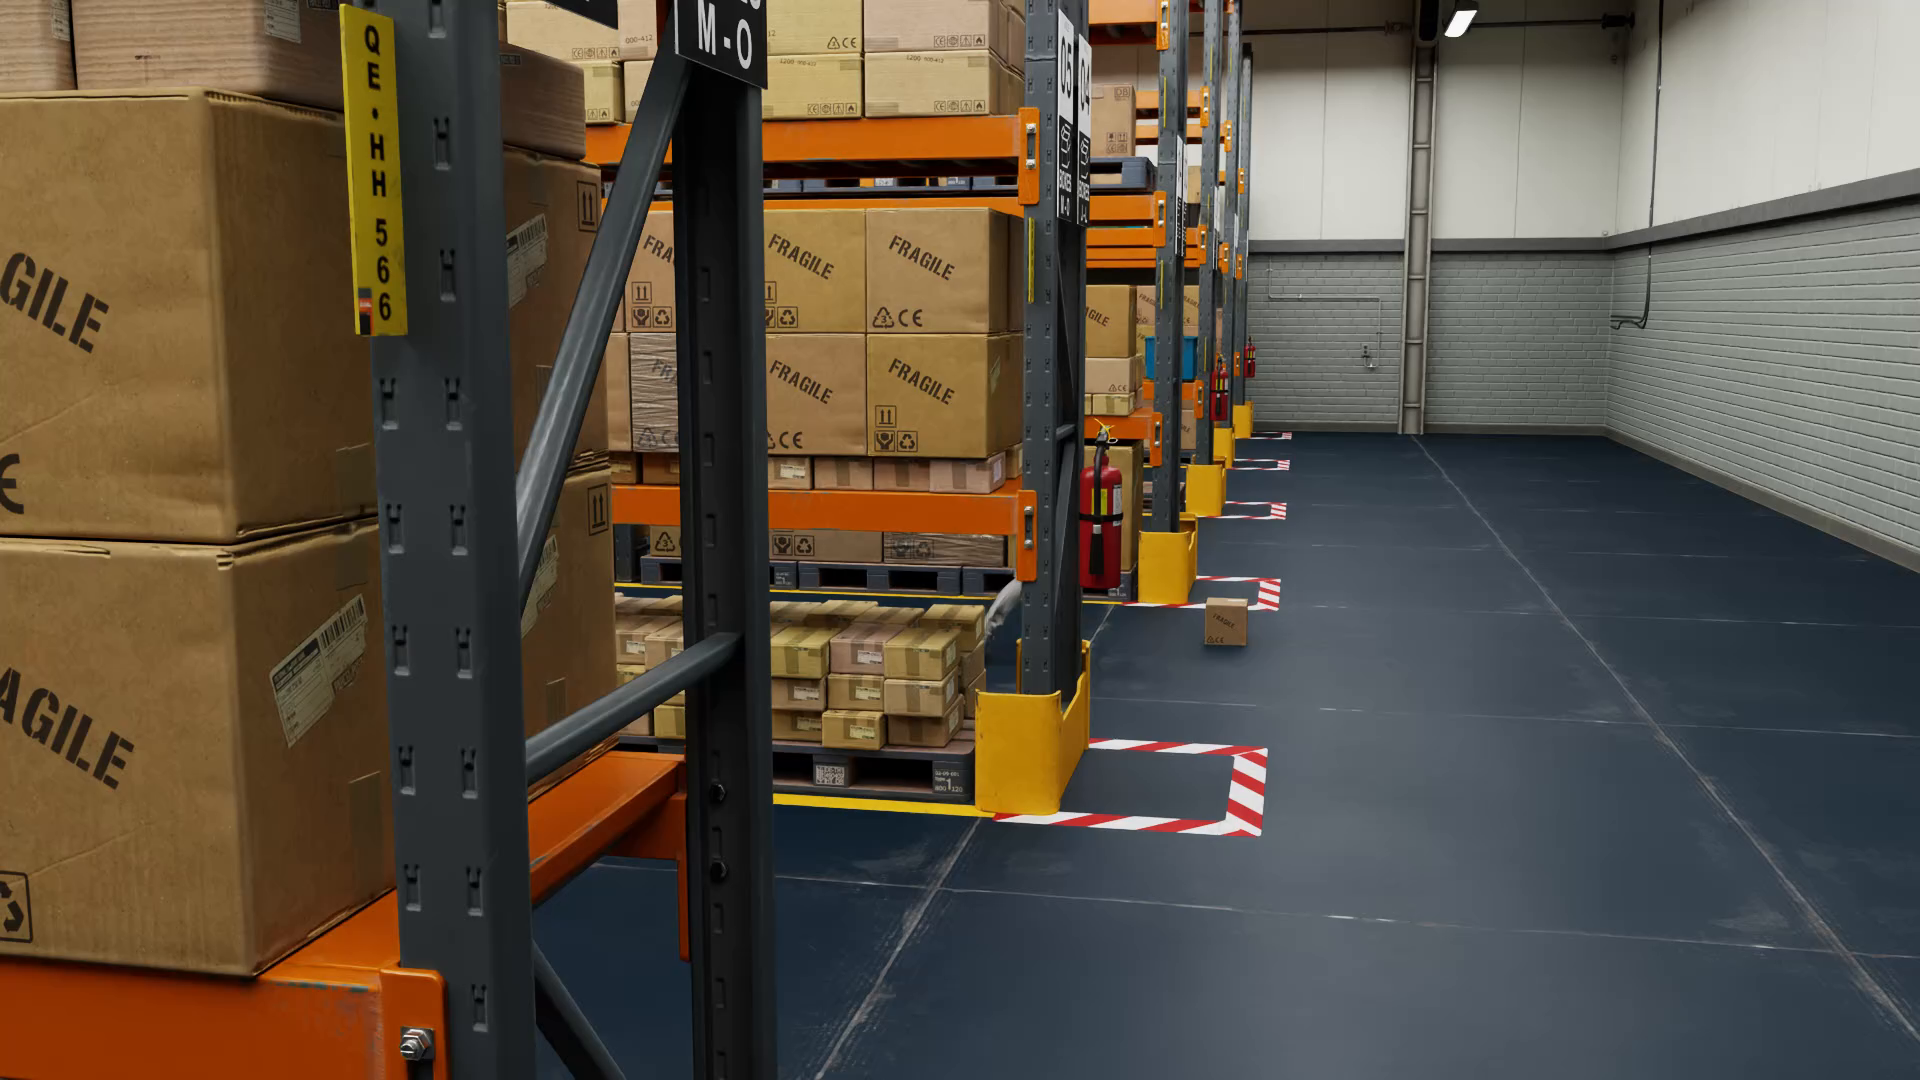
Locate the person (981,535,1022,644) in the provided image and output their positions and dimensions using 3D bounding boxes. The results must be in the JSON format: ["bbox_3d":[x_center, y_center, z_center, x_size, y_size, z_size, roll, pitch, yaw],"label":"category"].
[{"bbox_3d":[0.460,-0.148,9.850,0.523,1.633,0.913,7,11,41],"label":"person"}]
